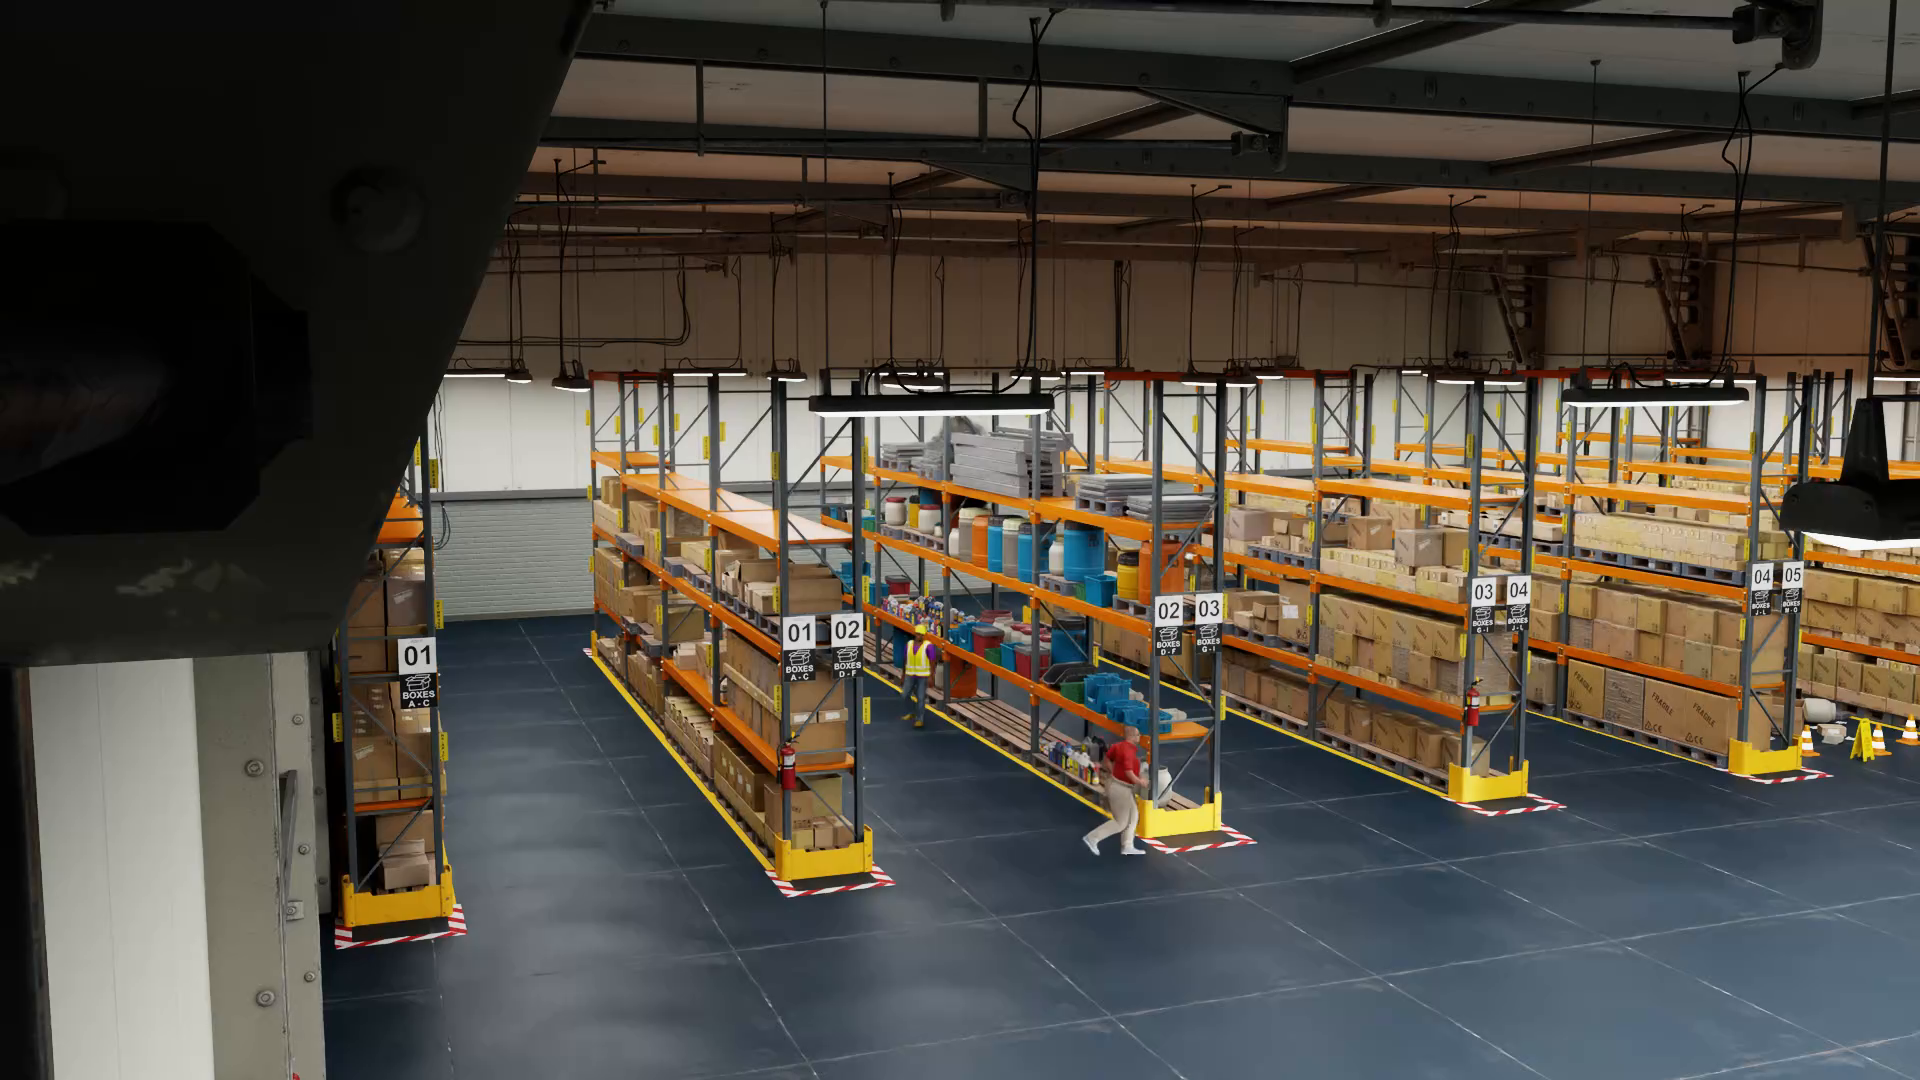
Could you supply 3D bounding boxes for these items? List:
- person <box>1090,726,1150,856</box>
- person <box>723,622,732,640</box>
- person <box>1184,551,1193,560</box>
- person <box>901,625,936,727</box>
[{"bbox_3d":[1.999,3.177,20.920,0.771,1.681,0.664,-1,6,-7],"label":"person"},{"bbox_3d":[-4.368,1.979,32.029,0.611,1.559,0.862,-4,7,-30],"label":"person"},{"bbox_3d":[5.466,0.917,40.664,0.633,1.821,0.745,1,6,10],"label":"person"},{"bbox_3d":[-0.708,2.304,28.207,0.630,1.747,0.452,1,7,12],"label":"person"}]
